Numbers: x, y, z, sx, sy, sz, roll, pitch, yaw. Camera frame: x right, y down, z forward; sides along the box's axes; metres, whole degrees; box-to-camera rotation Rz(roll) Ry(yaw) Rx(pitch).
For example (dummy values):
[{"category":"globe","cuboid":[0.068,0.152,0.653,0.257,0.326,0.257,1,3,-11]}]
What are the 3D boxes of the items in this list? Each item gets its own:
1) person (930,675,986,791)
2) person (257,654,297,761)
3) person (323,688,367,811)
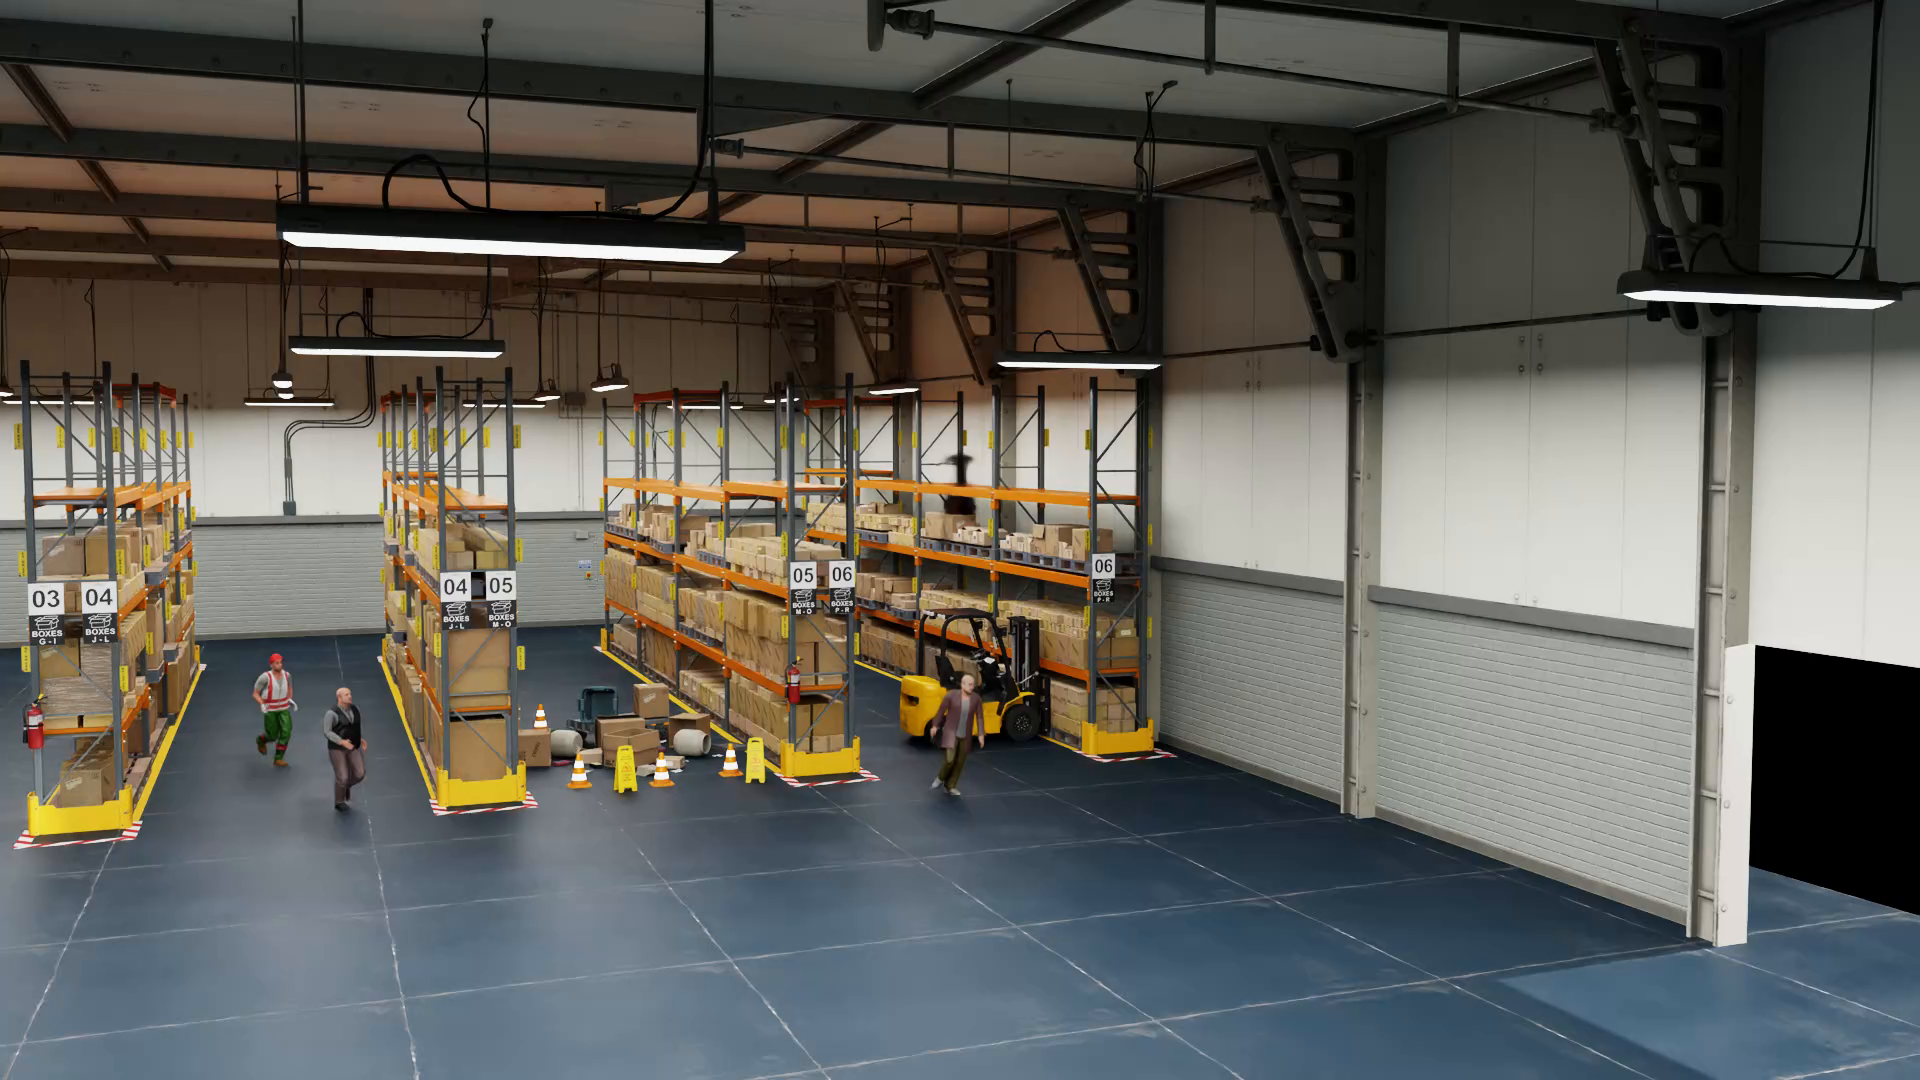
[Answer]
[{"category":"person","cuboid":[-0.018,2.701,23.336,0.687,1.668,0.559,-1,4,-20]},{"category":"person","cuboid":[-10.549,2.572,25.568,0.671,1.674,0.583,3,5,42]},{"category":"person","cuboid":[-8.273,2.819,22.420,0.619,1.670,0.634,3,4,38]}]
